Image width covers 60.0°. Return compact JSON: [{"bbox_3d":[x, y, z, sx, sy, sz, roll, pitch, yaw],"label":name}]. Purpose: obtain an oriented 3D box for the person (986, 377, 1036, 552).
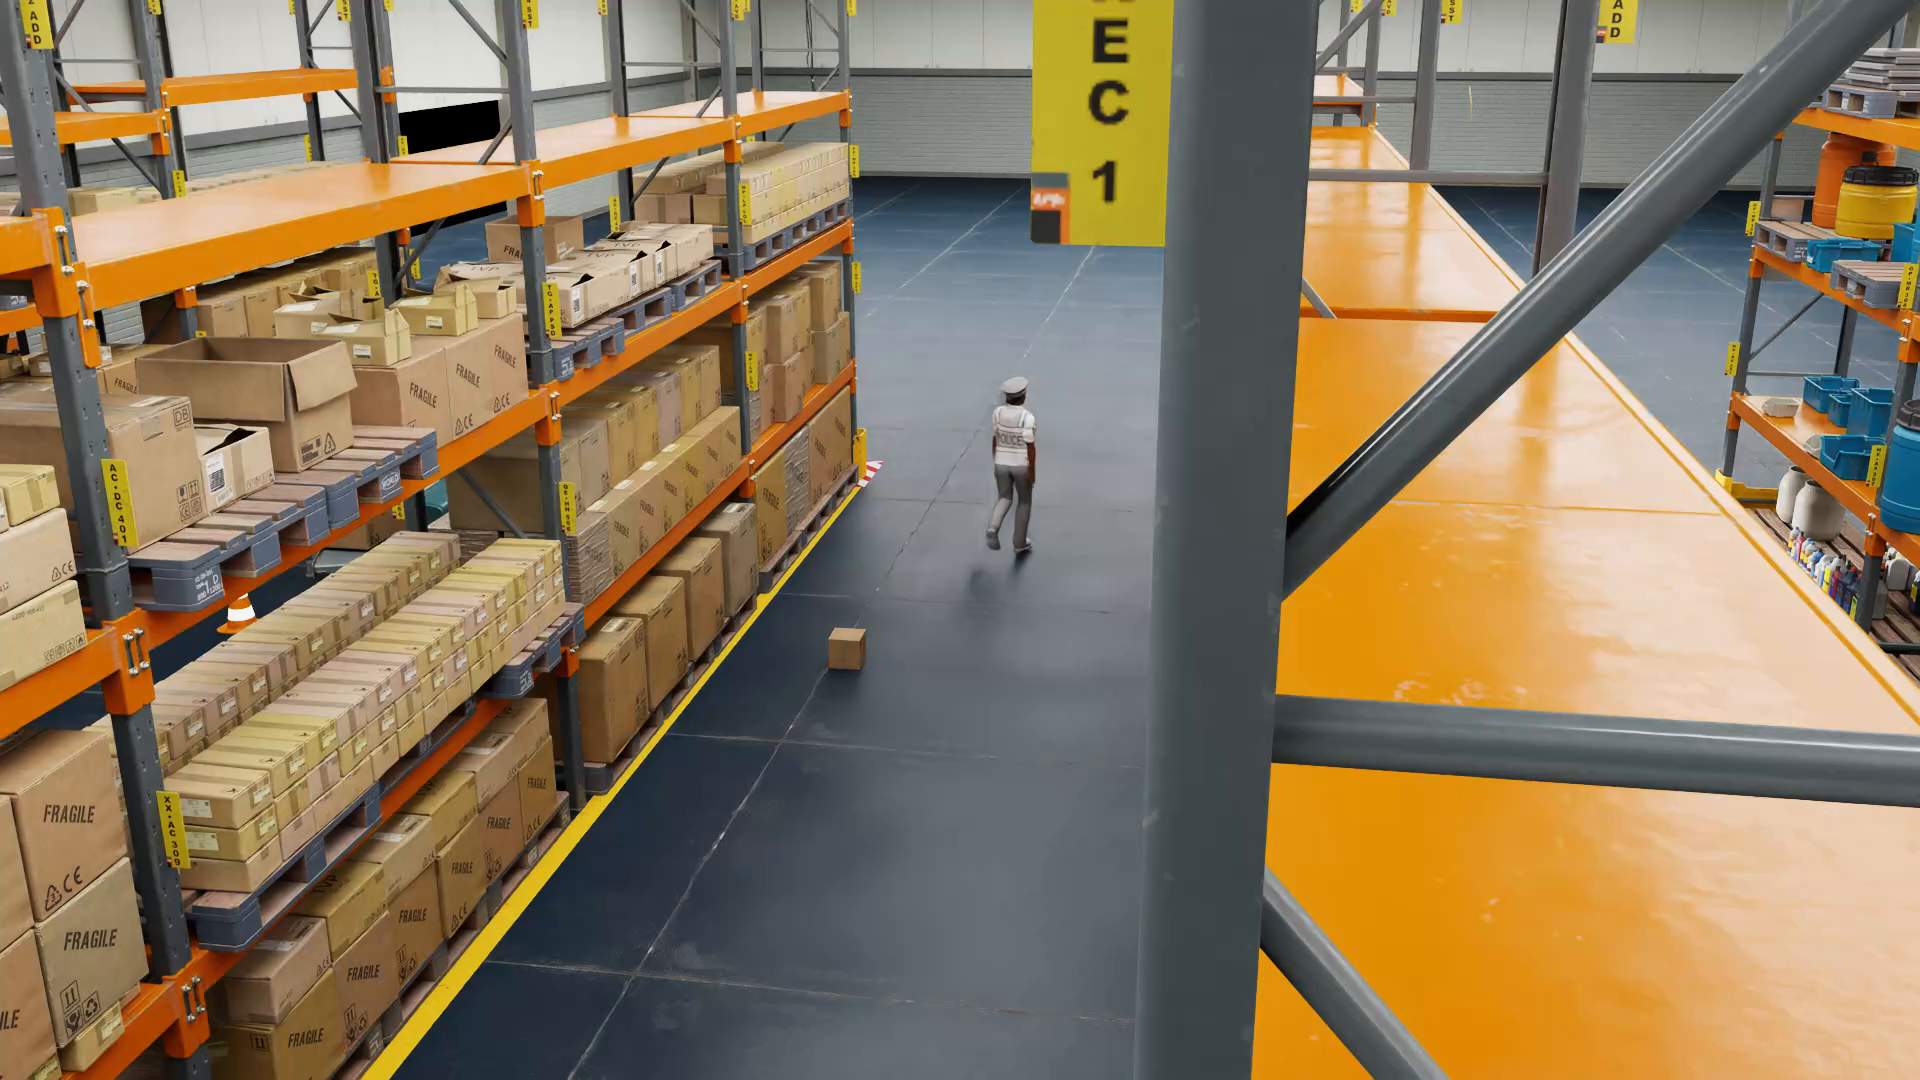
[{"bbox_3d":[0.485,-0.680,15.470,0.460,1.672,0.609,9,20,25],"label":"person"}]
